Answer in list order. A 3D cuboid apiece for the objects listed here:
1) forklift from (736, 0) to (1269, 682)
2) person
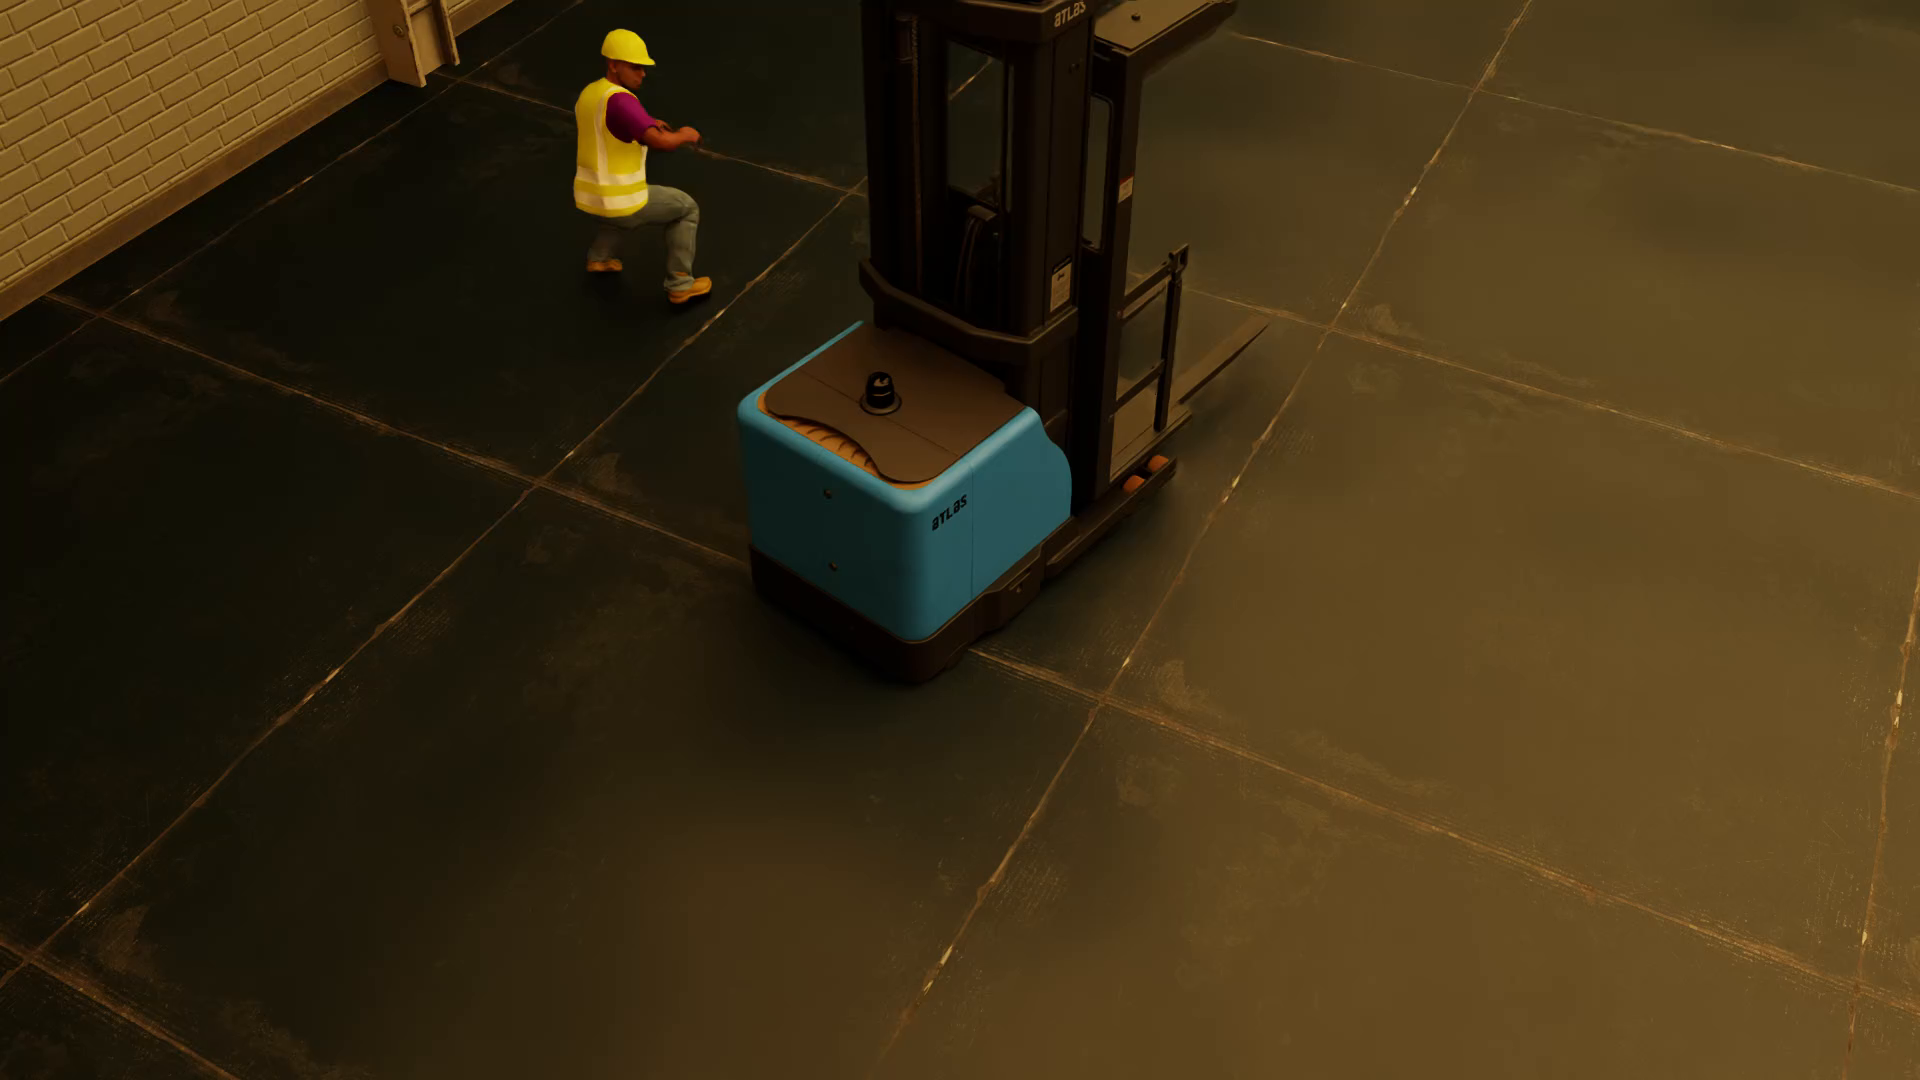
[{"bbox_3d":[0.392,-1.409,7.149,1.130,2.935,3.031,30,51,28],"label":"forklift"},{"bbox_3d":[-1.642,-1.969,8.825,0.844,1.505,0.913,30,51,28],"label":"person"}]
